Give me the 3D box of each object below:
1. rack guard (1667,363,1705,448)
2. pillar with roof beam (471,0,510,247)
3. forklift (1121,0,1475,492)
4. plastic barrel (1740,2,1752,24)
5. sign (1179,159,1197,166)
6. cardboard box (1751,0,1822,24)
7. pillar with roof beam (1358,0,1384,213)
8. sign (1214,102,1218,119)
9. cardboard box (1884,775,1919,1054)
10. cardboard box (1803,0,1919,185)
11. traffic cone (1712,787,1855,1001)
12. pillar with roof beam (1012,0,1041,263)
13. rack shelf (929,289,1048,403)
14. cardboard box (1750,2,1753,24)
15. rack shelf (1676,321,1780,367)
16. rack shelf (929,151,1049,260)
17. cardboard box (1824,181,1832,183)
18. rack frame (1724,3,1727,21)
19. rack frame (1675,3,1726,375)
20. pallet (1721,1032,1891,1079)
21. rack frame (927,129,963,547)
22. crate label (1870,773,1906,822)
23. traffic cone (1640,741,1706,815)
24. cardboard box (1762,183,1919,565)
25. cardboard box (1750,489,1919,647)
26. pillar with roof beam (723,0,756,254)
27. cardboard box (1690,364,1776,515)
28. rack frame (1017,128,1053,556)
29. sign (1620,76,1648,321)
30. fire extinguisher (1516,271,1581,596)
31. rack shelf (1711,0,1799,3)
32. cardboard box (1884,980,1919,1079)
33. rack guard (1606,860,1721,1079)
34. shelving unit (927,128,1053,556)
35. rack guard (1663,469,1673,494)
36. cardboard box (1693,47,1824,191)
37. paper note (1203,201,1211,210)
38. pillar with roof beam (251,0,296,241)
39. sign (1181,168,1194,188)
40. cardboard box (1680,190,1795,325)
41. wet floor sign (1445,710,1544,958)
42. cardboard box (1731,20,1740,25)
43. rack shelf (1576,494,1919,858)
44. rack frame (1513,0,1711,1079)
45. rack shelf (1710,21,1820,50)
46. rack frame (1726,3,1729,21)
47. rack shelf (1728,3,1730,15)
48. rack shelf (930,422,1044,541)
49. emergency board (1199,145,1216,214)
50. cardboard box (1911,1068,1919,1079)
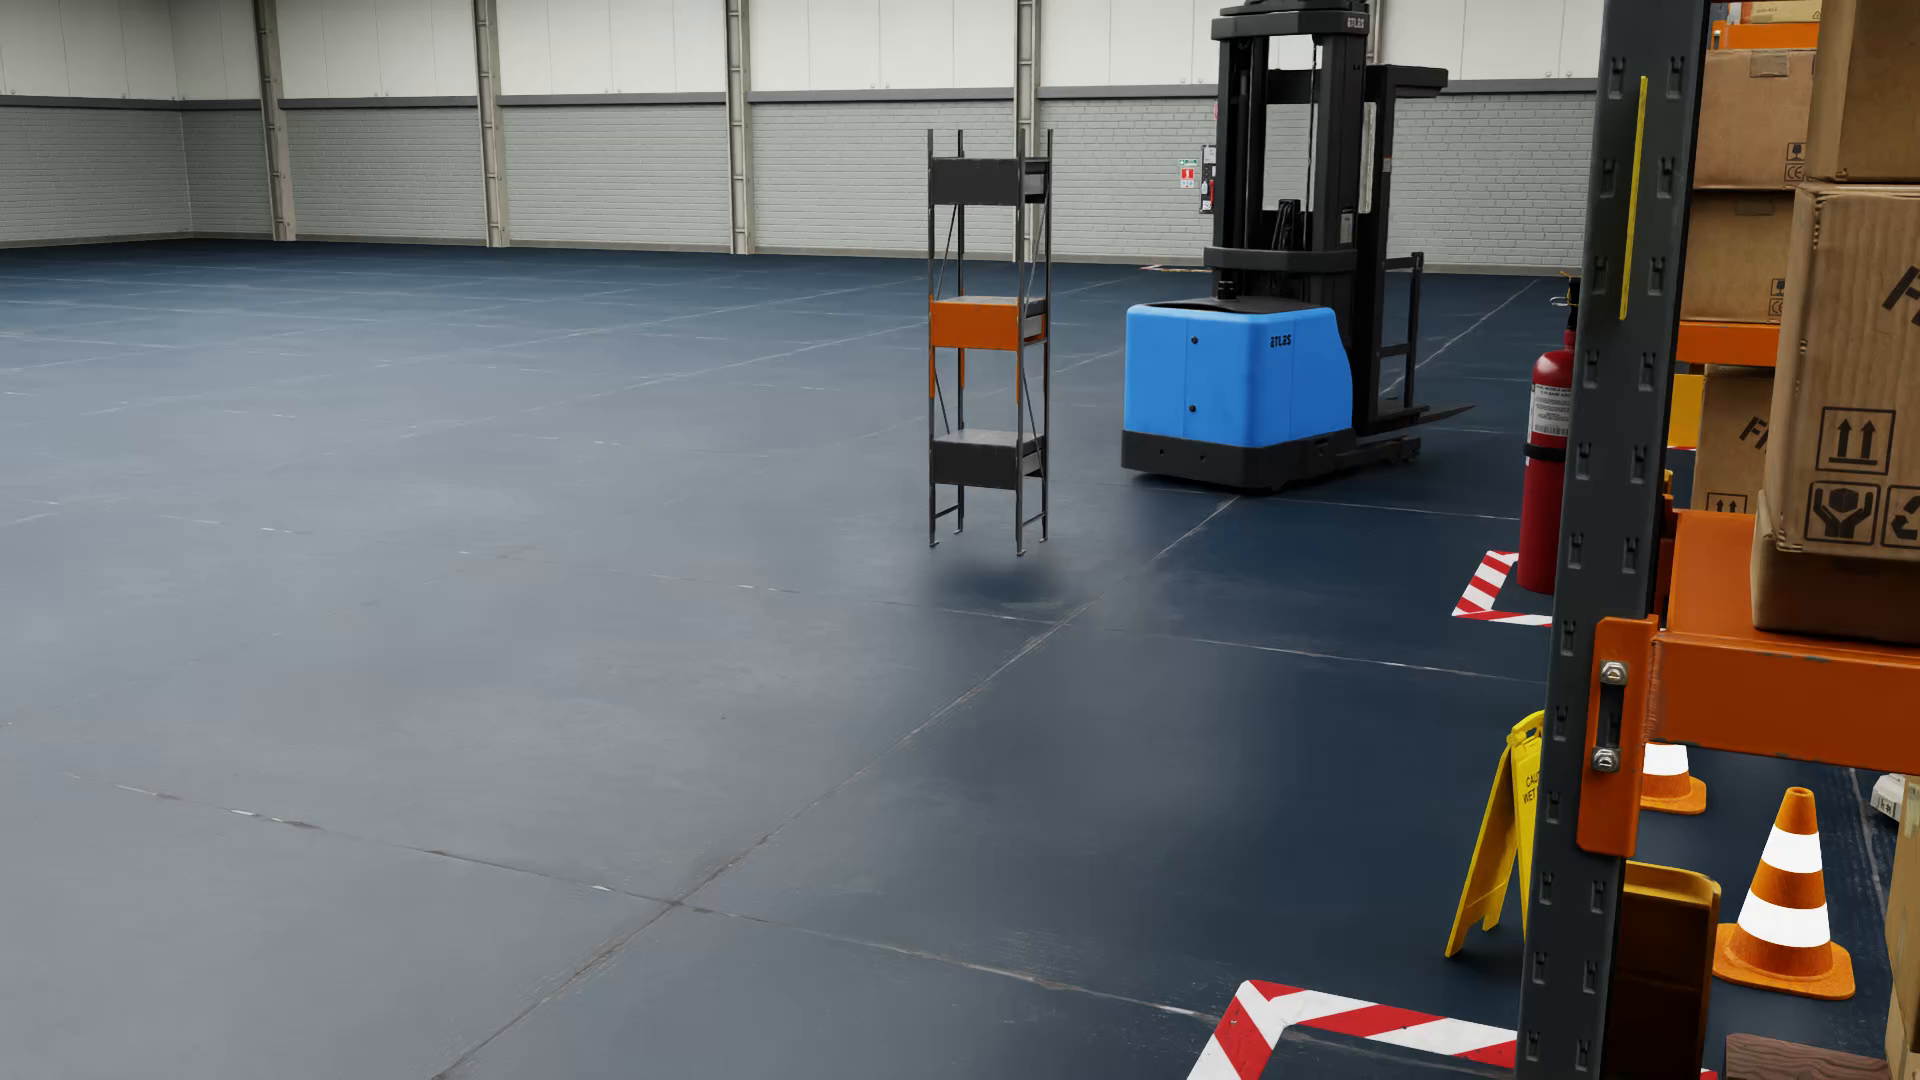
[{"bbox_3d":[5.234,-1.008,11.956,0.348,0.500,1.175,6,14,23],"label":"rack guard"},{"bbox_3d":[-11.513,-9.694,30.368,0.400,9.000,9.100,6,14,23],"label":"pillar with roof beam"},{"bbox_3d":[2.393,-1.980,10.779,1.130,2.935,3.031,13,18,43],"label":"forklift"},{"bbox_3d":[7.666,-5.122,15.591,0.708,0.830,0.600,6,14,23],"label":"plastic barrel"},{"bbox_3d":[3.981,-6.589,29.032,0.331,0.109,0.001,6,14,23],"label":"sign"},{"bbox_3d":[5.500,-3.521,10.955,0.500,0.250,0.500,6,15,25],"label":"cardboard box"},{"bbox_3d":[4.944,-8.028,23.270,0.400,9.000,9.100,6,14,23],"label":"pillar with roof beam"},{"bbox_3d":[4.477,-7.394,28.623,0.199,0.298,0.001,6,14,23],"label":"sign"},{"bbox_3d":[1.989,0.627,2.976,0.500,0.500,0.500,6,14,24],"label":"cardboard box"},{"bbox_3d":[1.706,-0.841,2.713,0.500,0.500,0.700,5,14,22],"label":"cardboard box"},{"bbox_3d":[2.066,0.843,4.148,0.334,0.463,0.336,6,14,23],"label":"traffic cone"},{"bbox_3d":[-0.541,-8.583,25.636,0.400,9.000,9.100,6,14,23],"label":"pillar with roof beam"},{"bbox_3d":[0.151,-0.994,8.453,0.480,0.518,0.431,6,14,23],"label":"rack shelf"},{"bbox_3d":[5.708,-3.628,11.411,0.500,0.250,0.500,6,15,25],"label":"cardboard box"},{"bbox_3d":[4.892,-0.670,6.619,4.000,0.370,1.077,6,14,23],"label":"rack shelf"},{"bbox_3d":[0.151,-1.675,8.293,0.480,0.518,0.431,6,14,23],"label":"rack shelf"},{"bbox_3d":[1.758,-0.363,2.865,0.500,0.500,0.500,6,14,22],"label":"cardboard box"},{"bbox_3d":[7.171,-6.187,15.424,0.127,3.000,1.000,6,14,23],"label":"rack frame"},{"bbox_3d":[5.165,-2.232,11.701,0.127,3.000,1.000,6,14,23],"label":"rack frame"},{"bbox_3d":[1.949,1.285,2.816,1.213,0.211,1.003,6,14,23],"label":"pallet"},{"bbox_3d":[-0.072,-1.029,8.546,0.015,2.100,0.400,6,14,23],"label":"rack frame"},{"bbox_3d":[2.949,0.798,5.053,0.298,0.136,0.250,-1,13,-6],"label":"crate label"},{"bbox_3d":[2.205,0.580,5.270,0.334,0.463,0.336,6,14,23],"label":"traffic cone"},{"bbox_3d":[1.471,-0.254,2.401,0.500,0.500,0.500,6,14,22],"label":"cardboard box"},{"bbox_3d":[1.377,0.035,2.590,0.250,0.149,0.380,6,14,23],"label":"cardboard box"},{"bbox_3d":[-6.027,-9.139,28.002,0.400,9.000,9.100,6,14,23],"label":"pillar with roof beam"},{"bbox_3d":[3.710,-0.326,7.312,0.875,0.875,0.875,6,14,24],"label":"cardboard box"},{"bbox_3d":[0.374,-0.984,8.353,0.015,2.100,0.400,6,14,23],"label":"rack frame"},{"bbox_3d":[0.931,-0.470,2.298,0.005,0.325,0.100,6,14,23],"label":"sign"},{"bbox_3d":[1.233,-0.231,3.344,0.183,0.674,0.296,6,14,23],"label":"fire extinguisher"},{"bbox_3d":[4.892,-2.130,6.276,4.000,0.370,1.077,6,14,23],"label":"rack shelf"},{"bbox_3d":[2.021,0.993,3.057,0.500,0.250,0.500,6,14,23],"label":"cardboard box"},{"bbox_3d":[1.220,1.062,3.135,0.348,0.500,1.175,6,14,23],"label":"rack guard"},{"bbox_3d":[0.151,-1.007,8.450,0.503,2.100,0.431,6,14,23],"label":"shelving unit"},{"bbox_3d":[3.041,0.009,7.621,0.348,0.500,1.175,6,14,23],"label":"rack guard"},{"bbox_3d":[3.387,-1.762,7.004,0.550,0.550,0.875,6,14,23],"label":"cardboard box"},{"bbox_3d":[4.310,-5.845,29.028,0.142,0.148,0.016,6,14,23],"label":"paper note"},{"bbox_3d":[-16.999,-10.249,32.734,0.400,9.000,9.100,6,14,23],"label":"pillar with roof beam"},{"bbox_3d":[3.980,-6.334,29.102,0.234,0.329,0.001,6,14,23],"label":"sign"},{"bbox_3d":[3.421,-1.254,7.202,0.550,0.550,0.875,6,14,23],"label":"cardboard box"},{"bbox_3d":[1.410,0.743,4.176,0.232,0.644,0.267,12,18,42],"label":"wet floor sign"},{"bbox_3d":[11.437,-7.255,24.089,0.500,0.500,0.500,5,14,19],"label":"cardboard box"},{"bbox_3d":[2.979,0.373,2.173,4.000,0.370,1.077,6,14,23],"label":"rack shelf"},{"bbox_3d":[1.151,-0.162,2.880,0.127,3.000,1.000,6,14,23],"label":"rack frame"},{"bbox_3d":[6.993,-3.157,10.652,4.000,0.370,1.077,6,14,23],"label":"rack shelf"},{"bbox_3d":[9.180,-7.221,19.832,0.127,3.000,1.000,6,14,23],"label":"rack frame"},{"bbox_3d":[13.012,-7.720,23.536,4.000,0.370,1.077,6,14,23],"label":"rack shelf"},{"bbox_3d":[0.151,-0.312,8.613,0.480,0.518,0.431,6,14,23],"label":"rack shelf"},{"bbox_3d":[4.444,-6.243,28.796,0.643,1.169,0.194,6,14,23],"label":"emergency board"},{"bbox_3d":[1.776,1.104,2.581,0.500,0.250,0.500,6,14,23],"label":"cardboard box"}]
